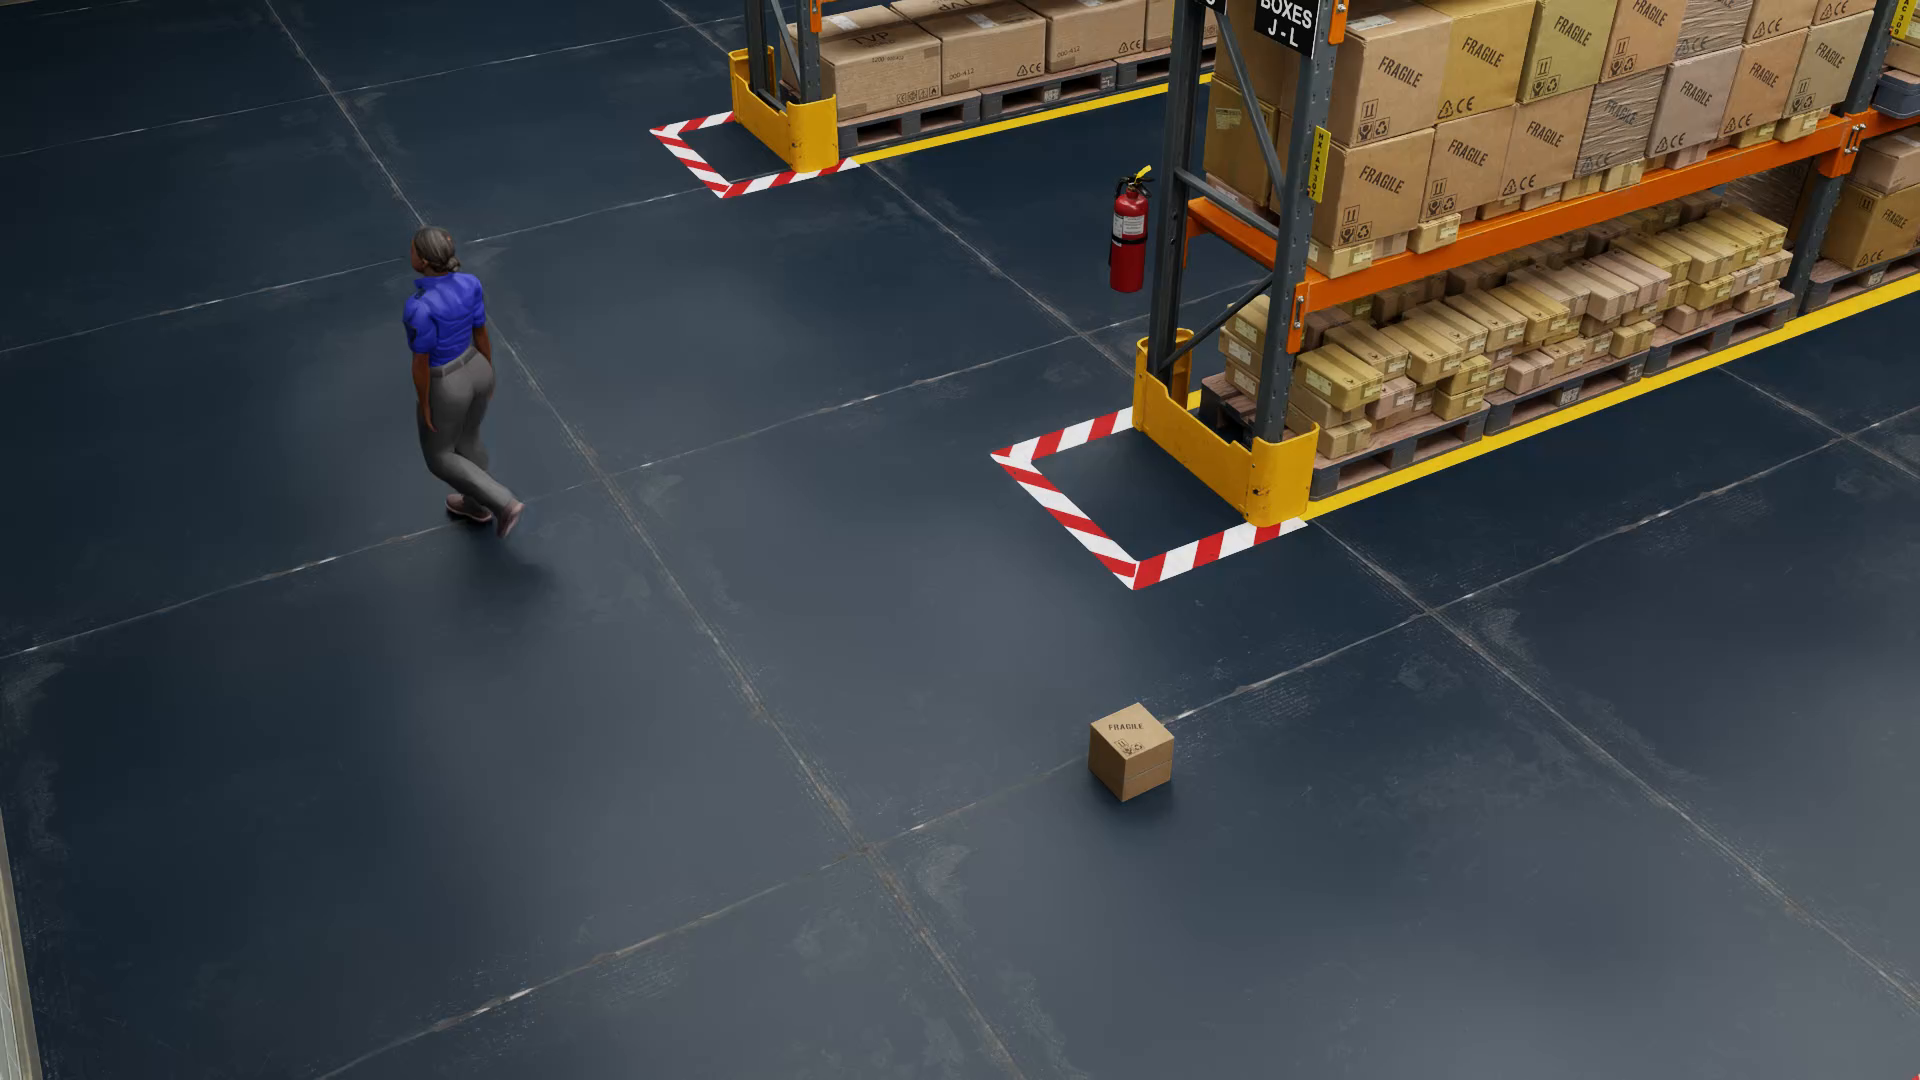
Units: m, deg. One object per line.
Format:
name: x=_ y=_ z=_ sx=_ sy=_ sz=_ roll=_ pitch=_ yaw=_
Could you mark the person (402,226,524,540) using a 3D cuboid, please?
person: x=-2.360 y=-0.714 z=7.850 sx=0.653 sy=1.636 sz=0.449 roll=18 pitch=41 yaw=23
